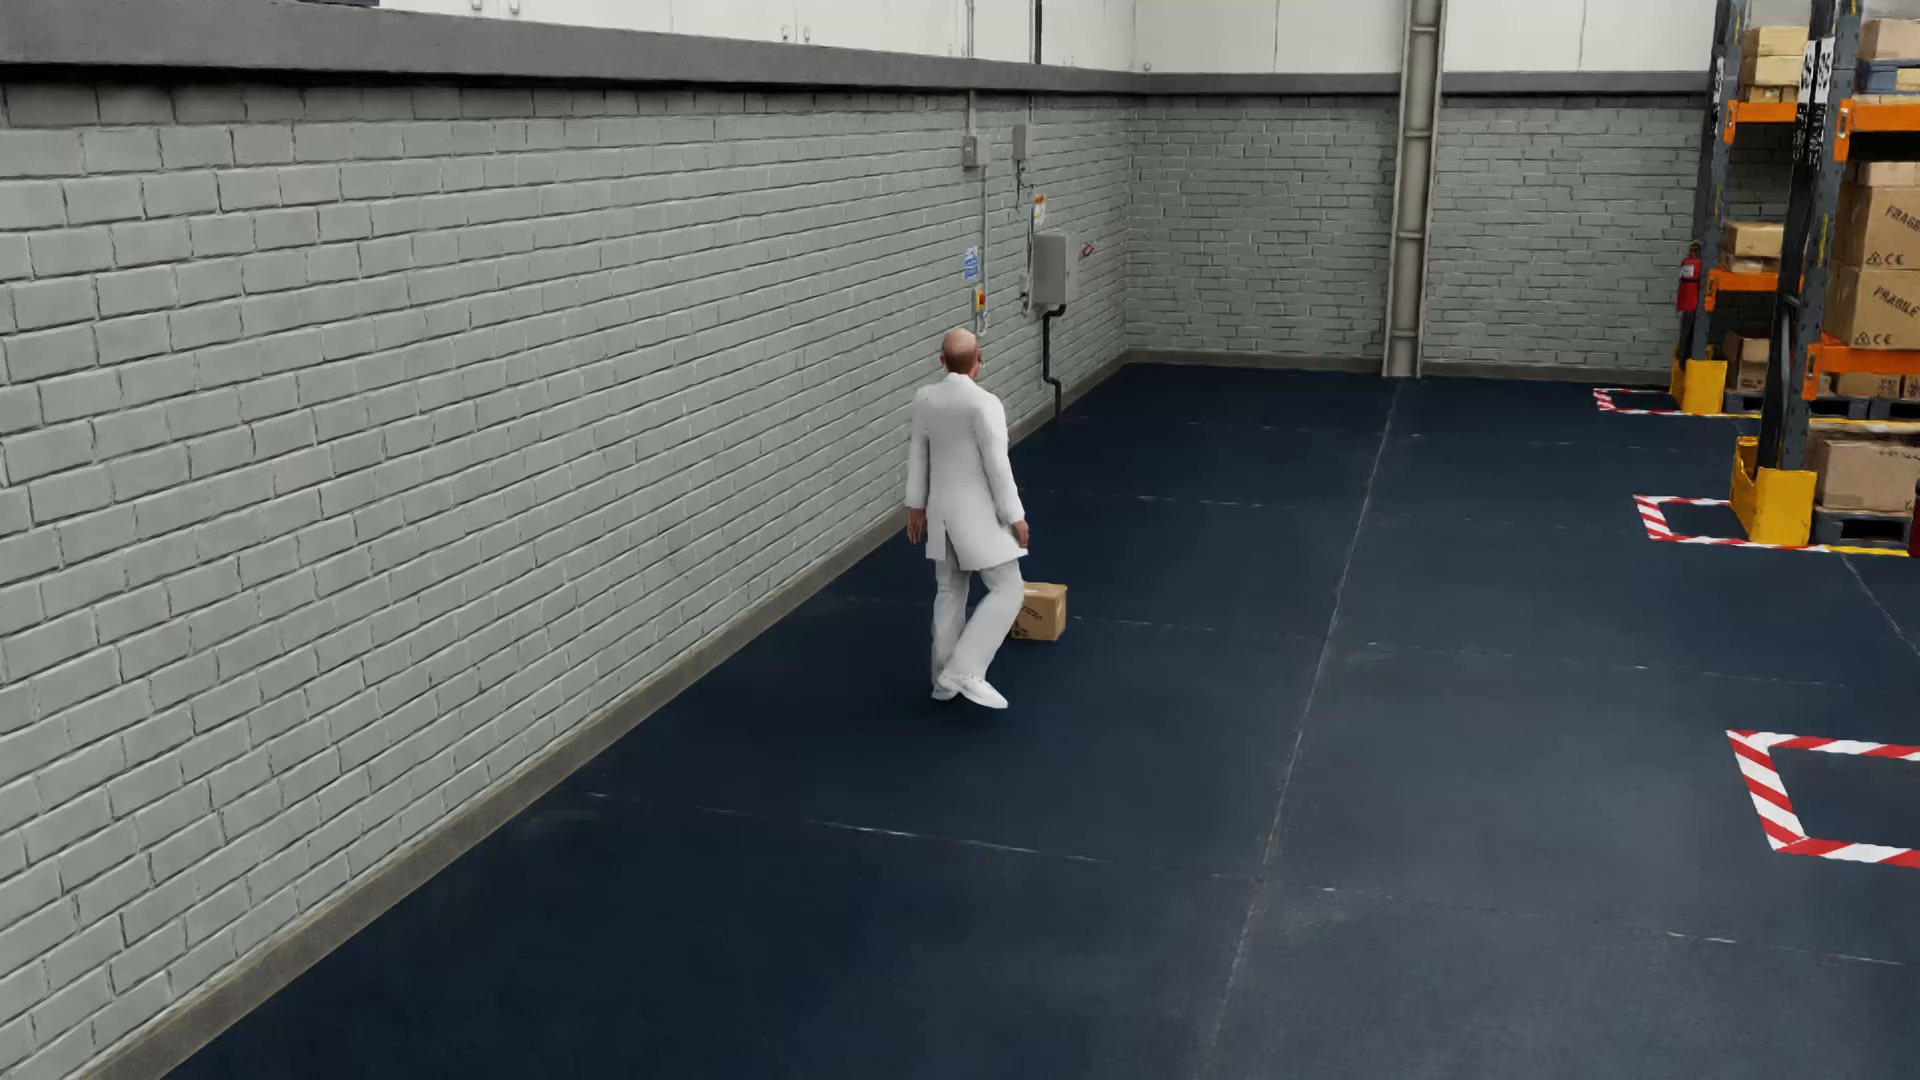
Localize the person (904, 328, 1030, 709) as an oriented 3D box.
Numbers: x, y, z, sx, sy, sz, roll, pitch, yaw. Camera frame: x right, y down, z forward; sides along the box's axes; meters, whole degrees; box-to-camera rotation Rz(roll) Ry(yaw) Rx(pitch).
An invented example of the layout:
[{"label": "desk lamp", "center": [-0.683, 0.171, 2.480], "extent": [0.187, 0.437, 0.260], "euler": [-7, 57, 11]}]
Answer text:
[{"label": "person", "center": [0.038, -0.099, 7.844], "extent": [0.514, 1.771, 0.768], "euler": [-13, 20, -41]}]
